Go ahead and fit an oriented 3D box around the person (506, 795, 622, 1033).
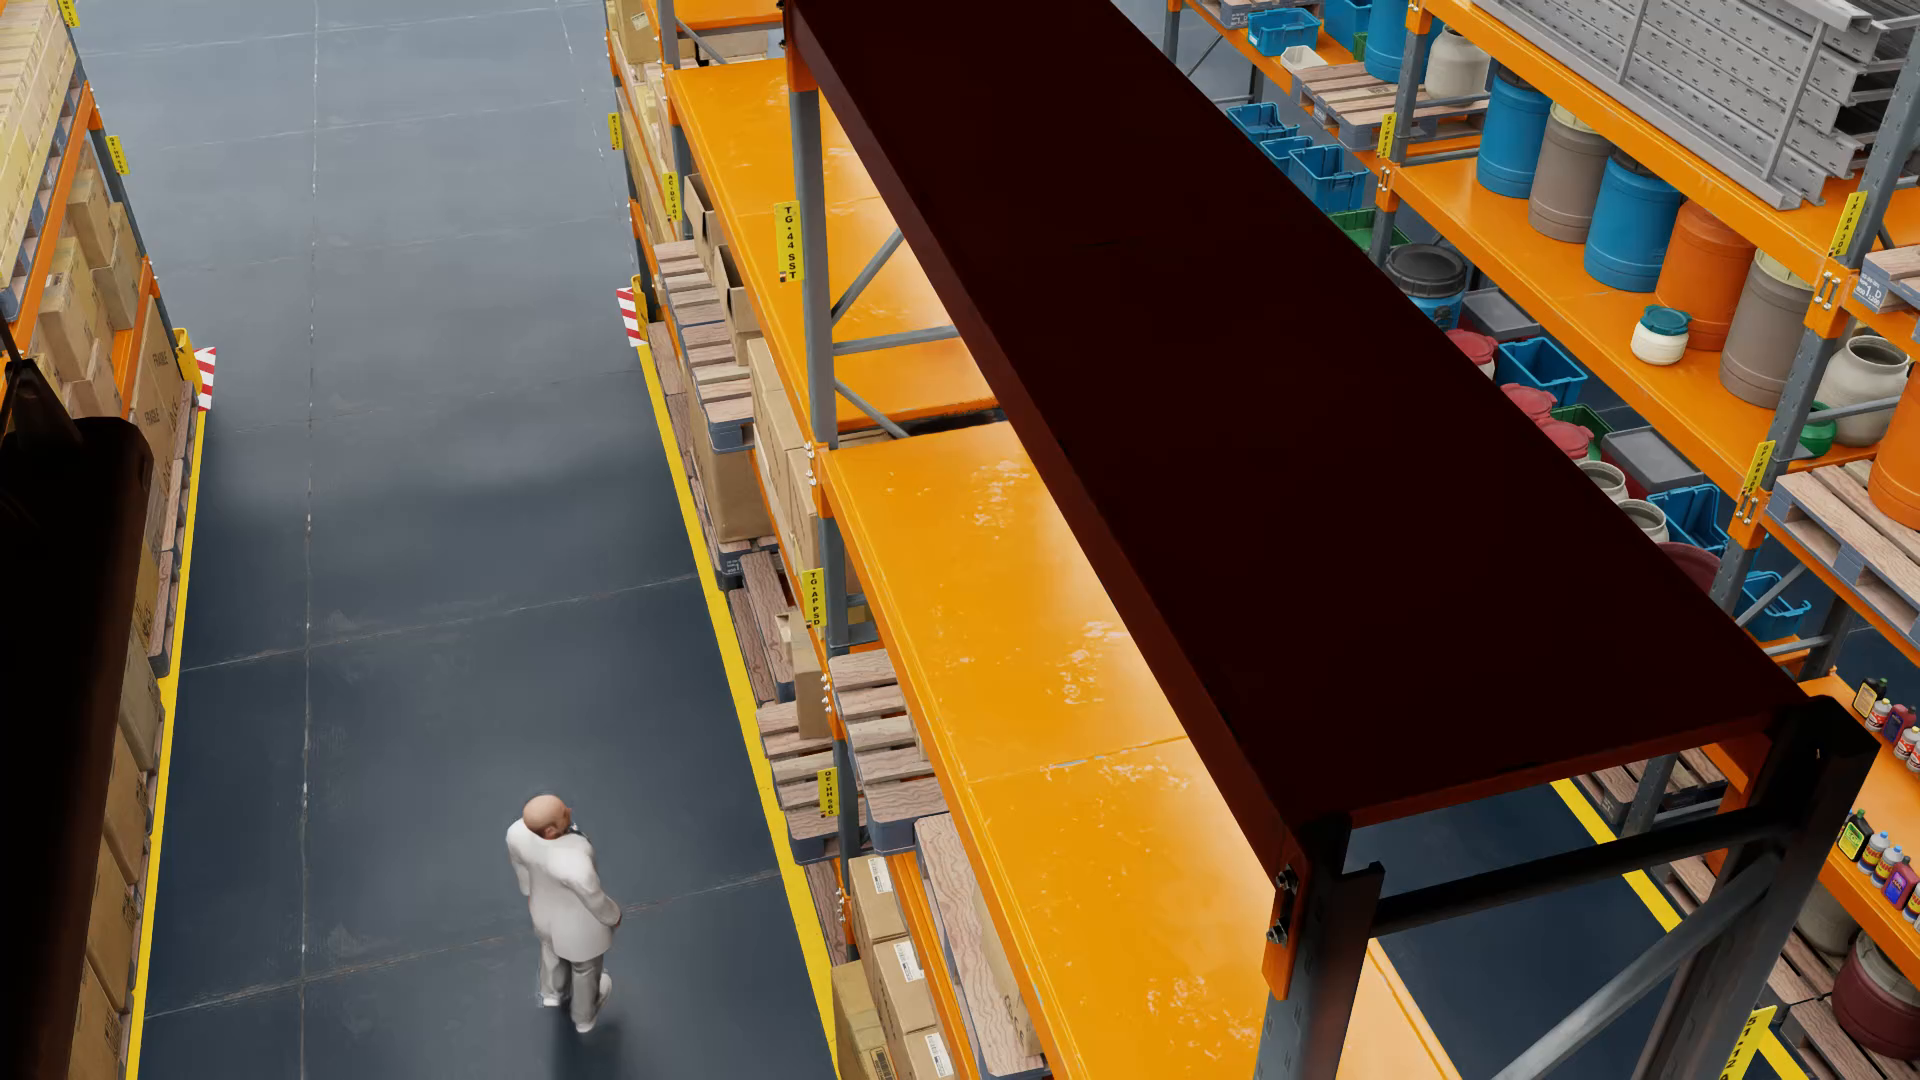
[{"bbox_3d":[-2.048,1.957,8.754,0.626,1.889,0.396,17,42,21],"label":"person"}]
